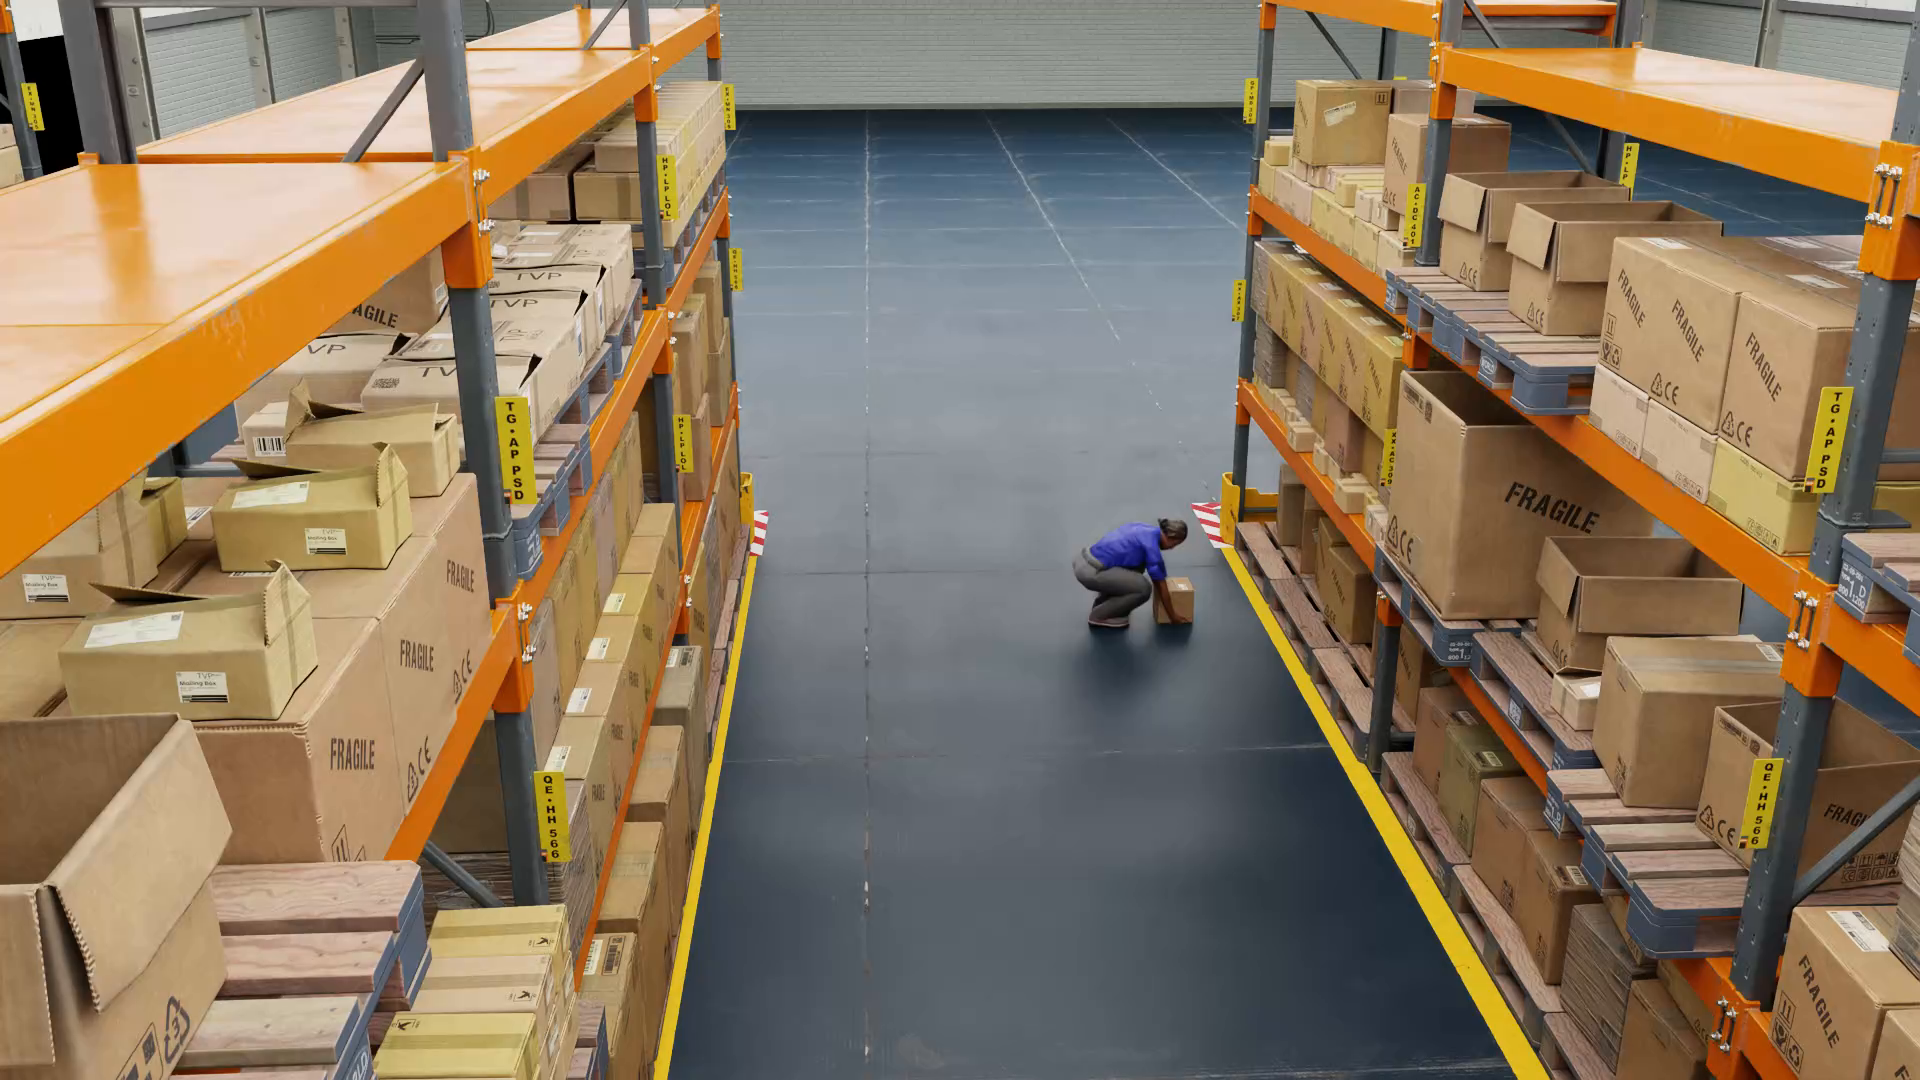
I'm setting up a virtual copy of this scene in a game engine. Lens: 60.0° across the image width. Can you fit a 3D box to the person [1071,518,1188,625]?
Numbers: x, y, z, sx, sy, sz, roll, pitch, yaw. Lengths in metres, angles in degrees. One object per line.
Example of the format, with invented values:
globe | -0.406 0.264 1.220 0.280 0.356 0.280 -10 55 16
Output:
person | 1.206 0.238 11.831 0.835 0.791 0.459 -2 21 -4
